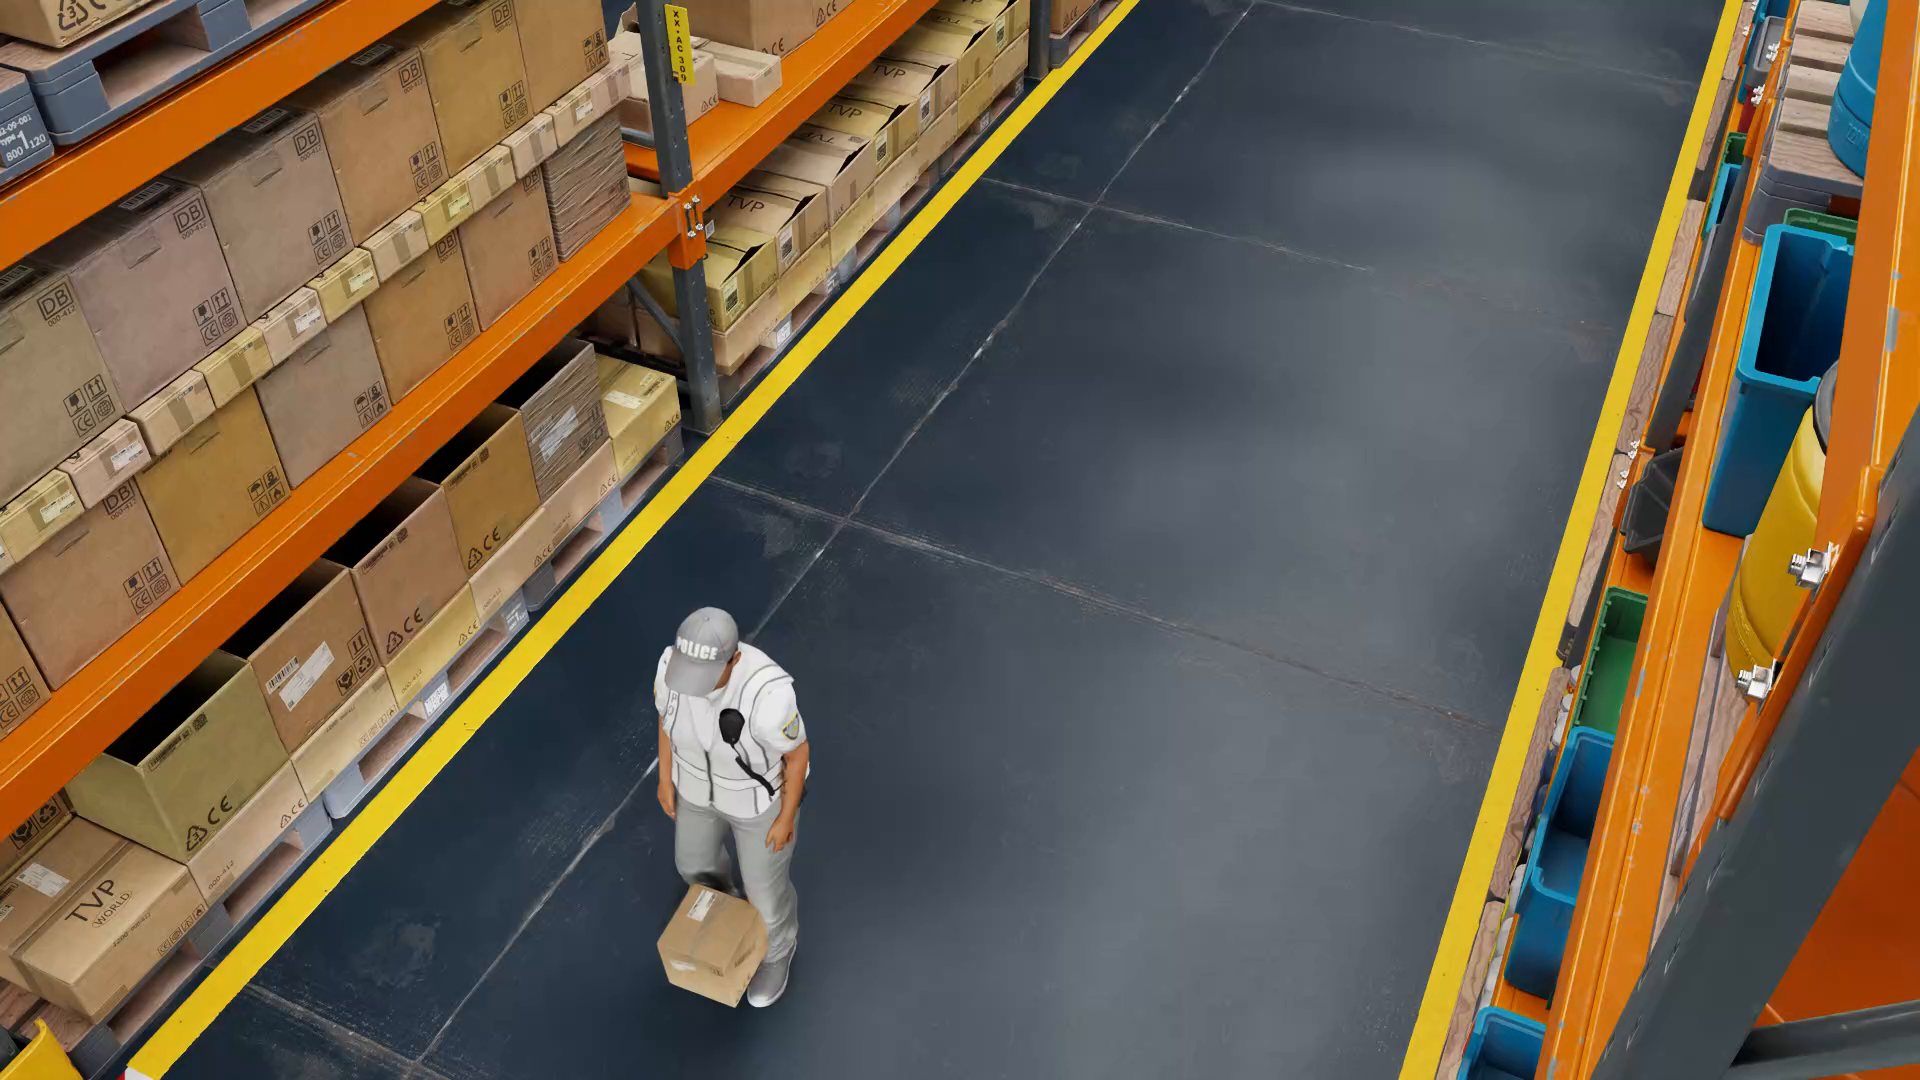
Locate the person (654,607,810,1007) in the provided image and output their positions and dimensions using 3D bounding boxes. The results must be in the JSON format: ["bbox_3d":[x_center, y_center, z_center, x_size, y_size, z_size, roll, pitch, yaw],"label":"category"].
[{"bbox_3d":[-0.727,0.800,5.273,0.532,1.668,0.452,16,45,16],"label":"person"}]
